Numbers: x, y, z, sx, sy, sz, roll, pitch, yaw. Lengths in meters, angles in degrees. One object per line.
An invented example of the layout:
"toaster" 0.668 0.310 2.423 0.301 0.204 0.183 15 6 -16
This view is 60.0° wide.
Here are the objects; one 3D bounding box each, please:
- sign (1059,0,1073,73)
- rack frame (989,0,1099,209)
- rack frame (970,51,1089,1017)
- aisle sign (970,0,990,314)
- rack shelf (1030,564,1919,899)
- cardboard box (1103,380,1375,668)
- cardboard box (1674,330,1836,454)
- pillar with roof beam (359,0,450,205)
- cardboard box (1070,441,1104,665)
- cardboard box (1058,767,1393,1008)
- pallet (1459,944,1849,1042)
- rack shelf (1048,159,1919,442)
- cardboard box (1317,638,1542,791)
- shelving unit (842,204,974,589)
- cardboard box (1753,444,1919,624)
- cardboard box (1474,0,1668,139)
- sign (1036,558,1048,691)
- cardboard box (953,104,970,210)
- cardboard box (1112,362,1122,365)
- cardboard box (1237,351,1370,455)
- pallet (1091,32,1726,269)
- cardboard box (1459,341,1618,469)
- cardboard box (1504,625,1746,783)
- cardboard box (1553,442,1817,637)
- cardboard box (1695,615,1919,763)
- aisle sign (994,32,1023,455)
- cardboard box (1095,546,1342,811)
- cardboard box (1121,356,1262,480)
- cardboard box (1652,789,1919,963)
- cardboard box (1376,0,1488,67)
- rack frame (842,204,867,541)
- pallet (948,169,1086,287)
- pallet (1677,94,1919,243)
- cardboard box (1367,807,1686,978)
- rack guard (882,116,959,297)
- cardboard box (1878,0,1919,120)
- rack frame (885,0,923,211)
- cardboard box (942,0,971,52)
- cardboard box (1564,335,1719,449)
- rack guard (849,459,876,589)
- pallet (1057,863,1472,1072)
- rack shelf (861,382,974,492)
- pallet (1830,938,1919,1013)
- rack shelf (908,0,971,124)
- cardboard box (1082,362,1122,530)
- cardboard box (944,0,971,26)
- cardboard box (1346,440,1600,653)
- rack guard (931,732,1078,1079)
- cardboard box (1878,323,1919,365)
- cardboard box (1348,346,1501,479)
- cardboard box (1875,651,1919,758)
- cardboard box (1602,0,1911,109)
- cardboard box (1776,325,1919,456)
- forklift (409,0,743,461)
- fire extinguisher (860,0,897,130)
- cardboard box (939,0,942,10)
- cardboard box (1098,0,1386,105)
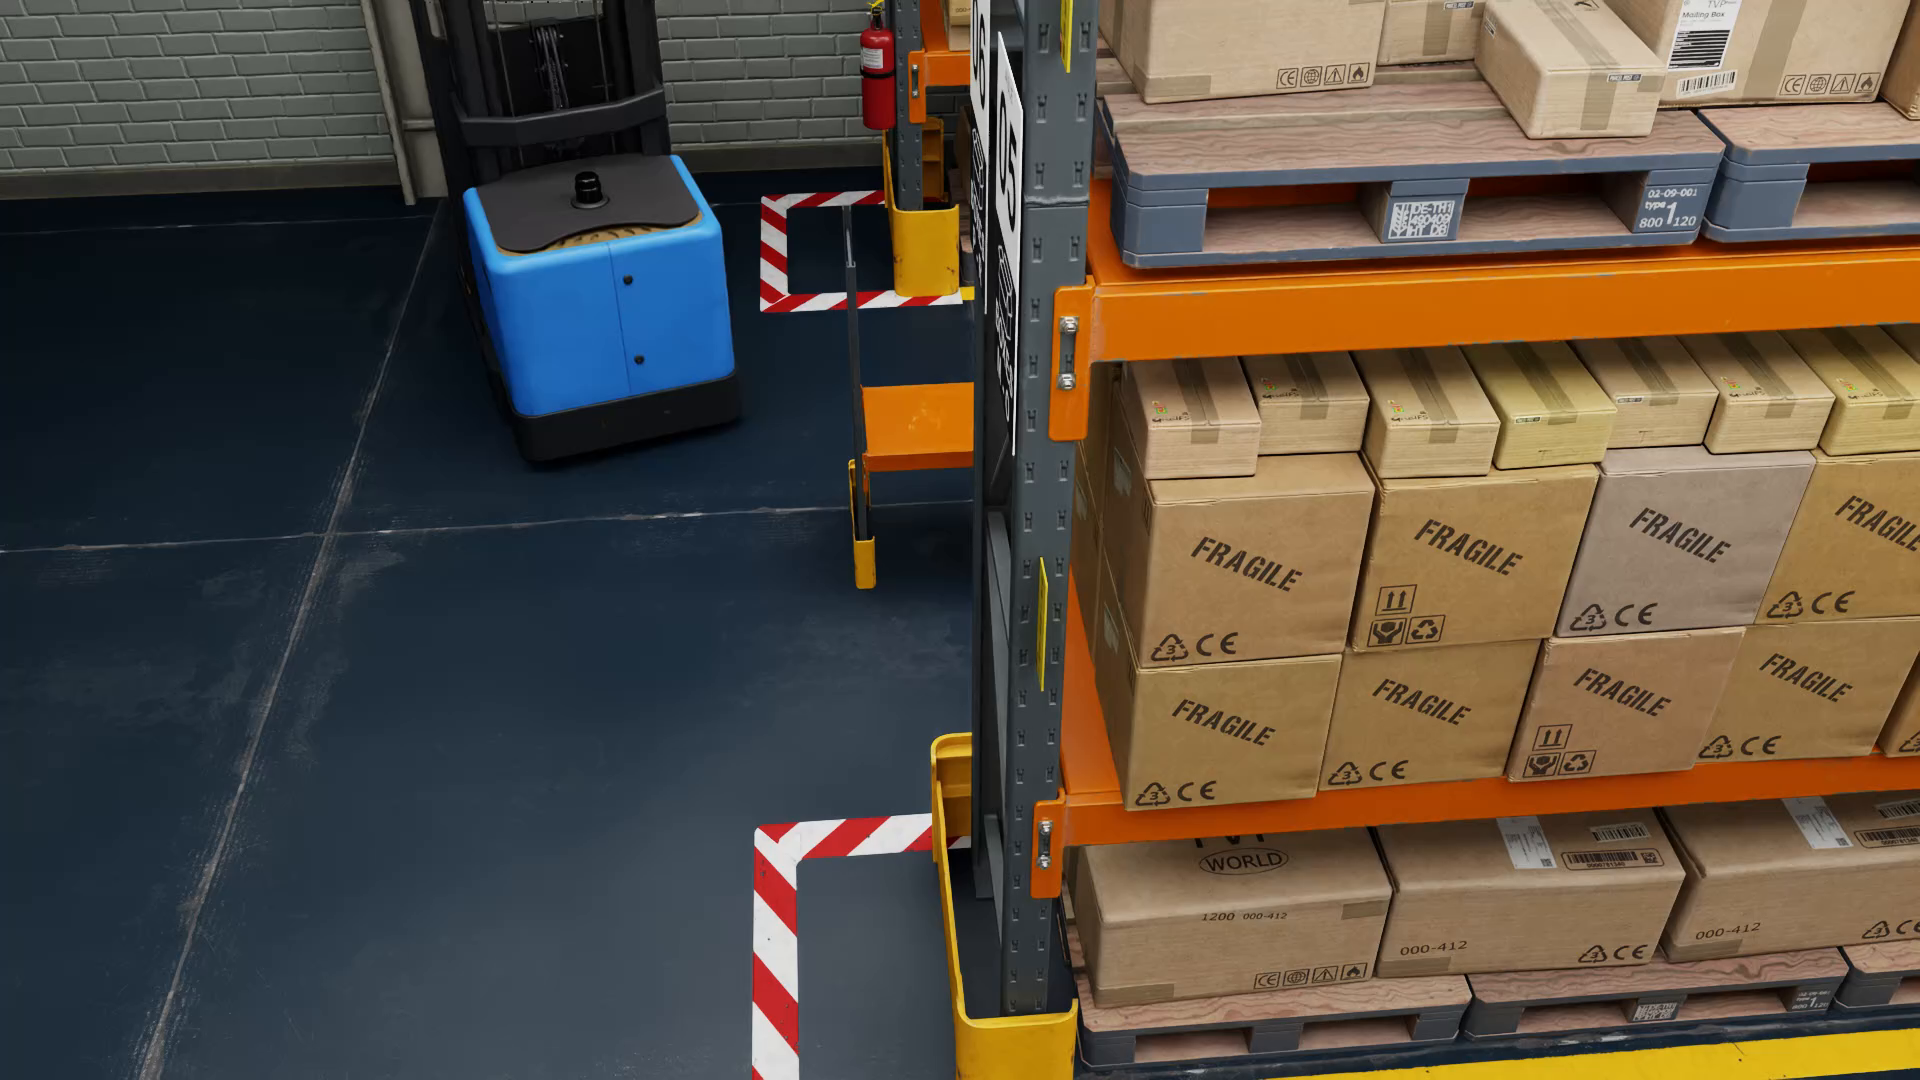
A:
"sign" 0.188 -0.985 2.885 0.005 0.325 0.100 -3 38 -4
"rack frame" 0.144 -2.131 2.686 0.127 3.000 1.000 -3 38 -4
"rack frame" 0.144 0.224 4.544 0.127 3.000 1.000 -3 38 -4
"aisle sign" 0.045 -0.984 3.976 0.004 0.787 0.394 -3 38 -4
"rack shelf" 2.137 0.397 4.906 4.000 0.370 1.077 -3 38 -4
"cardboard box" 0.648 -0.058 4.014 0.500 0.500 0.500 -4 38 -5
"cardboard box" 1.816 -0.373 3.889 0.250 0.149 0.380 -3 38 -4
"pillar with roof beam" -2.683 -2.945 3.718 0.400 9.000 9.100 -3 38 -4
"cardboard box" 0.601 -0.005 4.754 0.500 0.500 0.500 -3 38 -4
"cardboard box" 0.793 0.967 5.332 0.875 0.438 0.875 -4 38 -6
"pallet" 2.146 1.162 5.607 1.213 0.211 1.003 -3 38 -4
"rack shelf" 2.137 -0.781 3.977 4.000 0.370 1.077 -3 38 -4
"cardboard box" 1.149 0.291 4.379 0.500 0.500 0.500 -4 38 -5
"shelving unit" 0.076 -0.593 6.791 1.083 1.500 0.587 -3 38 -4
"cardboard box" 2.171 -0.152 4.133 0.500 0.500 0.500 -3 38 -4
"cardboard box" 1.249 -0.977 3.428 0.250 0.149 0.380 -2 38 -2
"sign" 0.188 0.196 3.817 0.005 0.325 0.100 -3 38 -4
"cardboard box" 0.319 -1.998 9.037 0.637 0.503 0.797 -5 39 -6
"cardboard box" 0.484 -0.605 4.184 0.250 0.149 0.380 -3 38 -3
"cardboard box" 0.777 -0.369 3.885 0.250 0.149 0.380 -2 38 -3
"pallet" 0.882 -0.966 3.702 1.213 0.211 1.003 -3 38 -4
"cardboard box" 1.307 -0.338 3.845 0.250 0.149 0.380 -4 38 -5
"cardboard box" 1.658 0.274 4.400 0.500 0.500 0.500 -3 38 -4
"cardboard box" 1.674 -0.124 4.097 0.500 0.500 0.500 -3 38 -4
"cardboard box" 2.155 0.236 4.448 0.500 0.500 0.500 -2 38 -2
"aisle sign" 0.098 -0.613 3.507 0.004 0.787 0.394 -3 38 -4
"cardboard box" 0.648 0.336 4.322 0.500 0.500 0.500 -3 38 -4
"cardboard box" 0.523 -0.311 3.811 0.250 0.149 0.380 -2 38 -3
"cardboard box" 2.602 0.864 5.463 0.875 0.438 0.875 -4 38 -5
"cardboard box" 0.995 -1.211 3.725 0.250 0.149 0.380 -6 39 -7
"rack frame" -0.421 -0.566 6.756 0.032 1.500 0.500 -3 38 -4
"pallet" 0.571 -1.792 9.351 1.213 0.211 1.003 -3 38 -4
"pallet" 2.100 -1.035 3.790 1.213 0.211 1.003 -3 38 -4
"cardboard box" 1.704 0.912 5.402 0.875 0.438 0.875 -2 38 -3
"rack guard" -0.223 -1.861 9.205 0.348 0.500 1.175 -3 38 -4
"cardboard box" 2.166 -1.215 3.446 0.500 0.500 0.500 -3 38 -3
"rack frame" -0.299 -2.838 8.425 0.127 3.000 1.000 -3 38 -4
"cardboard box" 0.053 -2.588 8.311 0.250 0.149 0.380 -3 38 -4
"cardboard box" 1.564 -0.385 3.905 0.250 0.149 0.380 -3 38 -4
"rack guard" -0.420 -0.075 7.143 0.087 0.250 0.587 -3 38 -4
"pallet" 0.934 1.227 5.525 1.213 0.211 1.003 -3 38 -4
"rack shelf" 0.085 -0.452 6.903 1.000 0.185 0.538 -3 38 -4
"pallet" 3.364 1.093 5.694 1.213 0.211 1.003 -3 38 -4
"rack shelf" 1.693 -2.665 8.787 4.000 0.370 1.077 -3 38 -4
"cardboard box" 0.604 -0.381 4.423 0.500 0.500 0.500 -2 38 -2
"cardboard box" 0.177 -2.755 8.201 0.500 0.250 0.500 -3 38 -4
"cardboard box" 1.162 -0.091 4.056 0.500 0.500 0.500 -4 38 -5
"rack guard" 0.120 1.207 5.317 0.348 0.500 1.175 -3 38 -4
"cardboard box" 2.328 -0.414 3.942 0.250 0.149 0.380 -3 38 -4
"cardboard box" 1.046 -0.313 3.813 0.250 0.149 0.380 -2 38 -3
"cardboard box" 2.678 0.217 4.473 0.500 0.500 0.500 -4 38 -5
"cardboard box" 1.640 -1.174 3.547 0.500 0.311 0.500 -2 38 -3
"cardboard box" 2.071 -0.370 3.886 0.250 0.149 0.380 -4 38 -5
"forklift" -2.046 -2.426 7.959 1.130 2.935 3.031 -14 40 -17
"fire extinguisher" -0.405 -2.368 8.193 0.183 0.674 0.296 -3 38 -4
"cardboard box" 0.007 -2.923 8.736 0.250 0.149 0.380 -4 38 -4
"cardboard box" 0.585 -1.179 3.602 0.500 0.250 0.500 -6 39 -8
